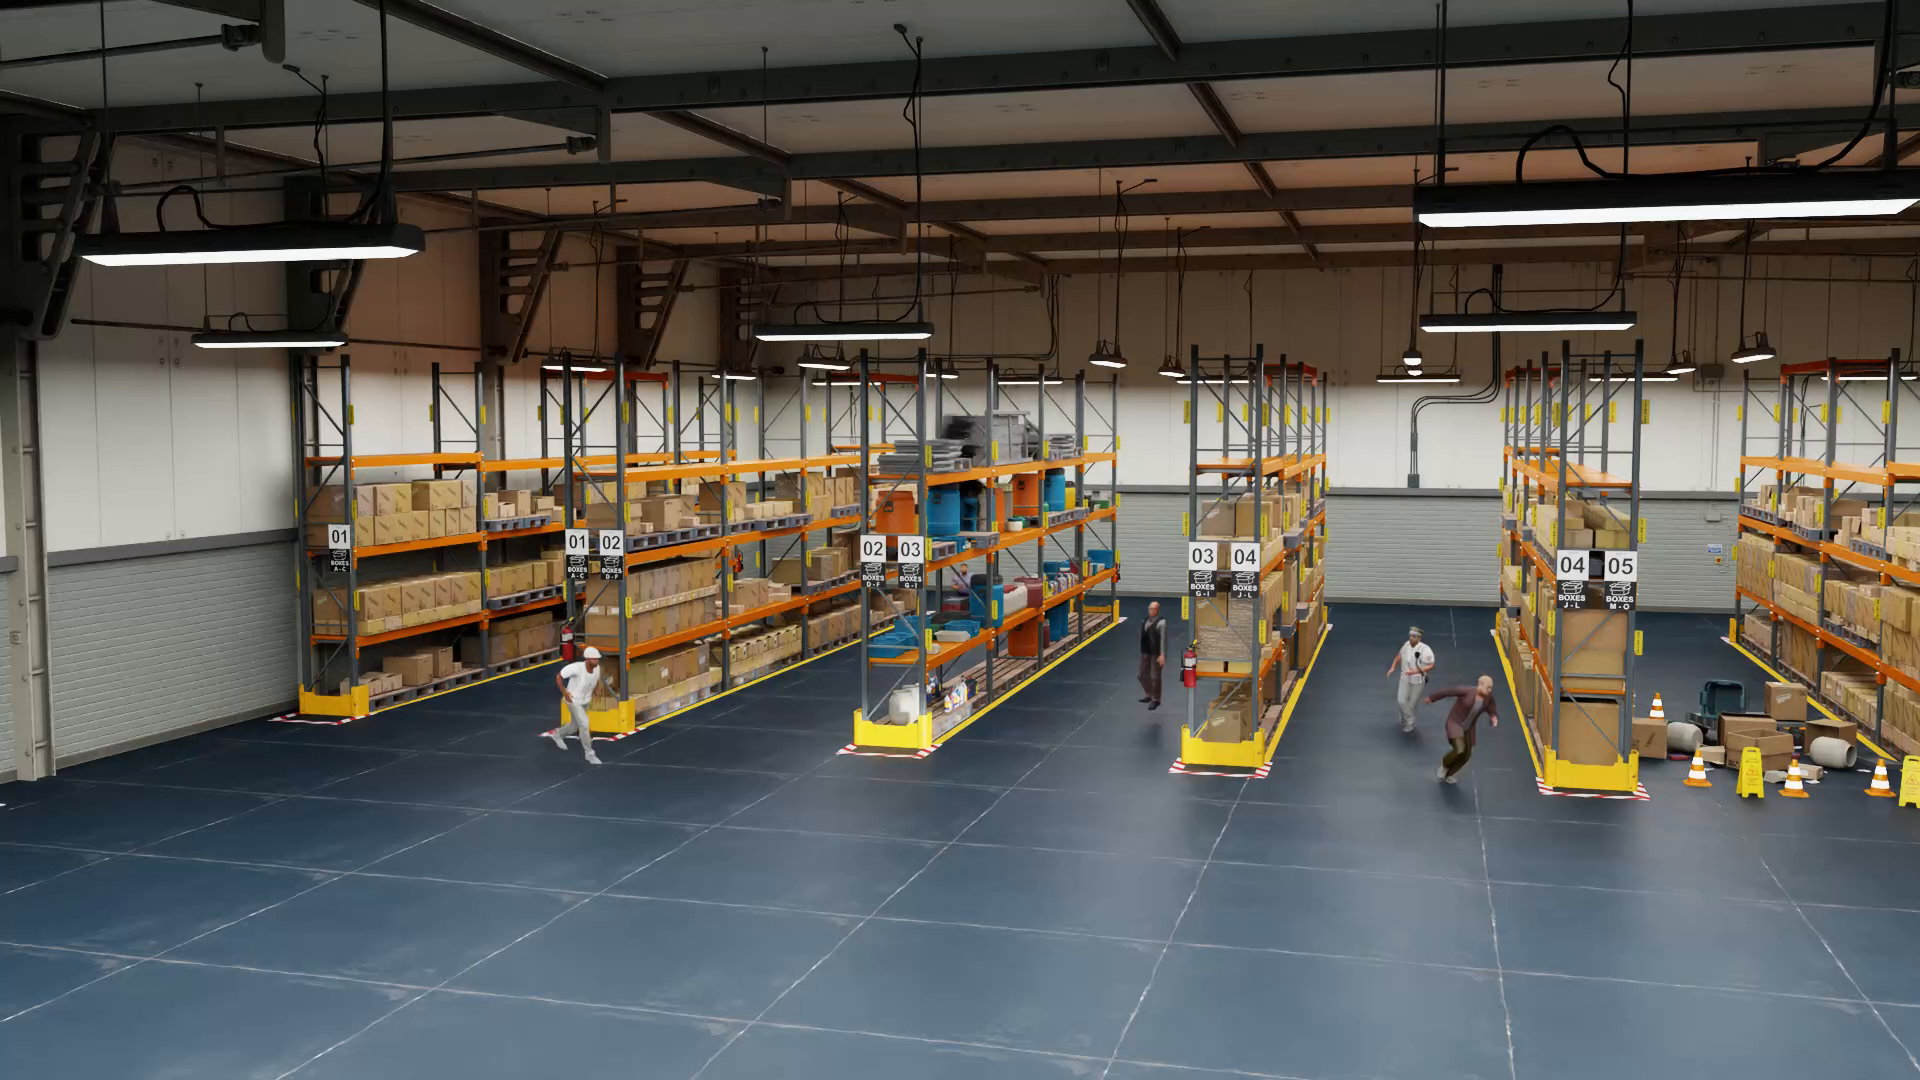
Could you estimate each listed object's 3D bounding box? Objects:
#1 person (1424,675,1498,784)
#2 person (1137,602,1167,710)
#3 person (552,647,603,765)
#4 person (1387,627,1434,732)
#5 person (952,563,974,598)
[{"bbox_3d":[6.803,2.547,22.335,0.734,1.542,1.057,-1,4,-17],"label":"person"},{"bbox_3d":[3.108,1.859,26.810,0.456,1.754,0.636,-4,6,-40],"label":"person"},{"bbox_3d":[-5.578,2.376,24.073,1.043,1.715,0.736,3,6,39],"label":"person"},{"bbox_3d":[7.199,2.202,26.475,0.779,1.710,0.634,3,5,32],"label":"person"},{"bbox_3d":[0.124,1.325,38.459,0.614,1.627,0.944,0,4,4],"label":"person"}]
